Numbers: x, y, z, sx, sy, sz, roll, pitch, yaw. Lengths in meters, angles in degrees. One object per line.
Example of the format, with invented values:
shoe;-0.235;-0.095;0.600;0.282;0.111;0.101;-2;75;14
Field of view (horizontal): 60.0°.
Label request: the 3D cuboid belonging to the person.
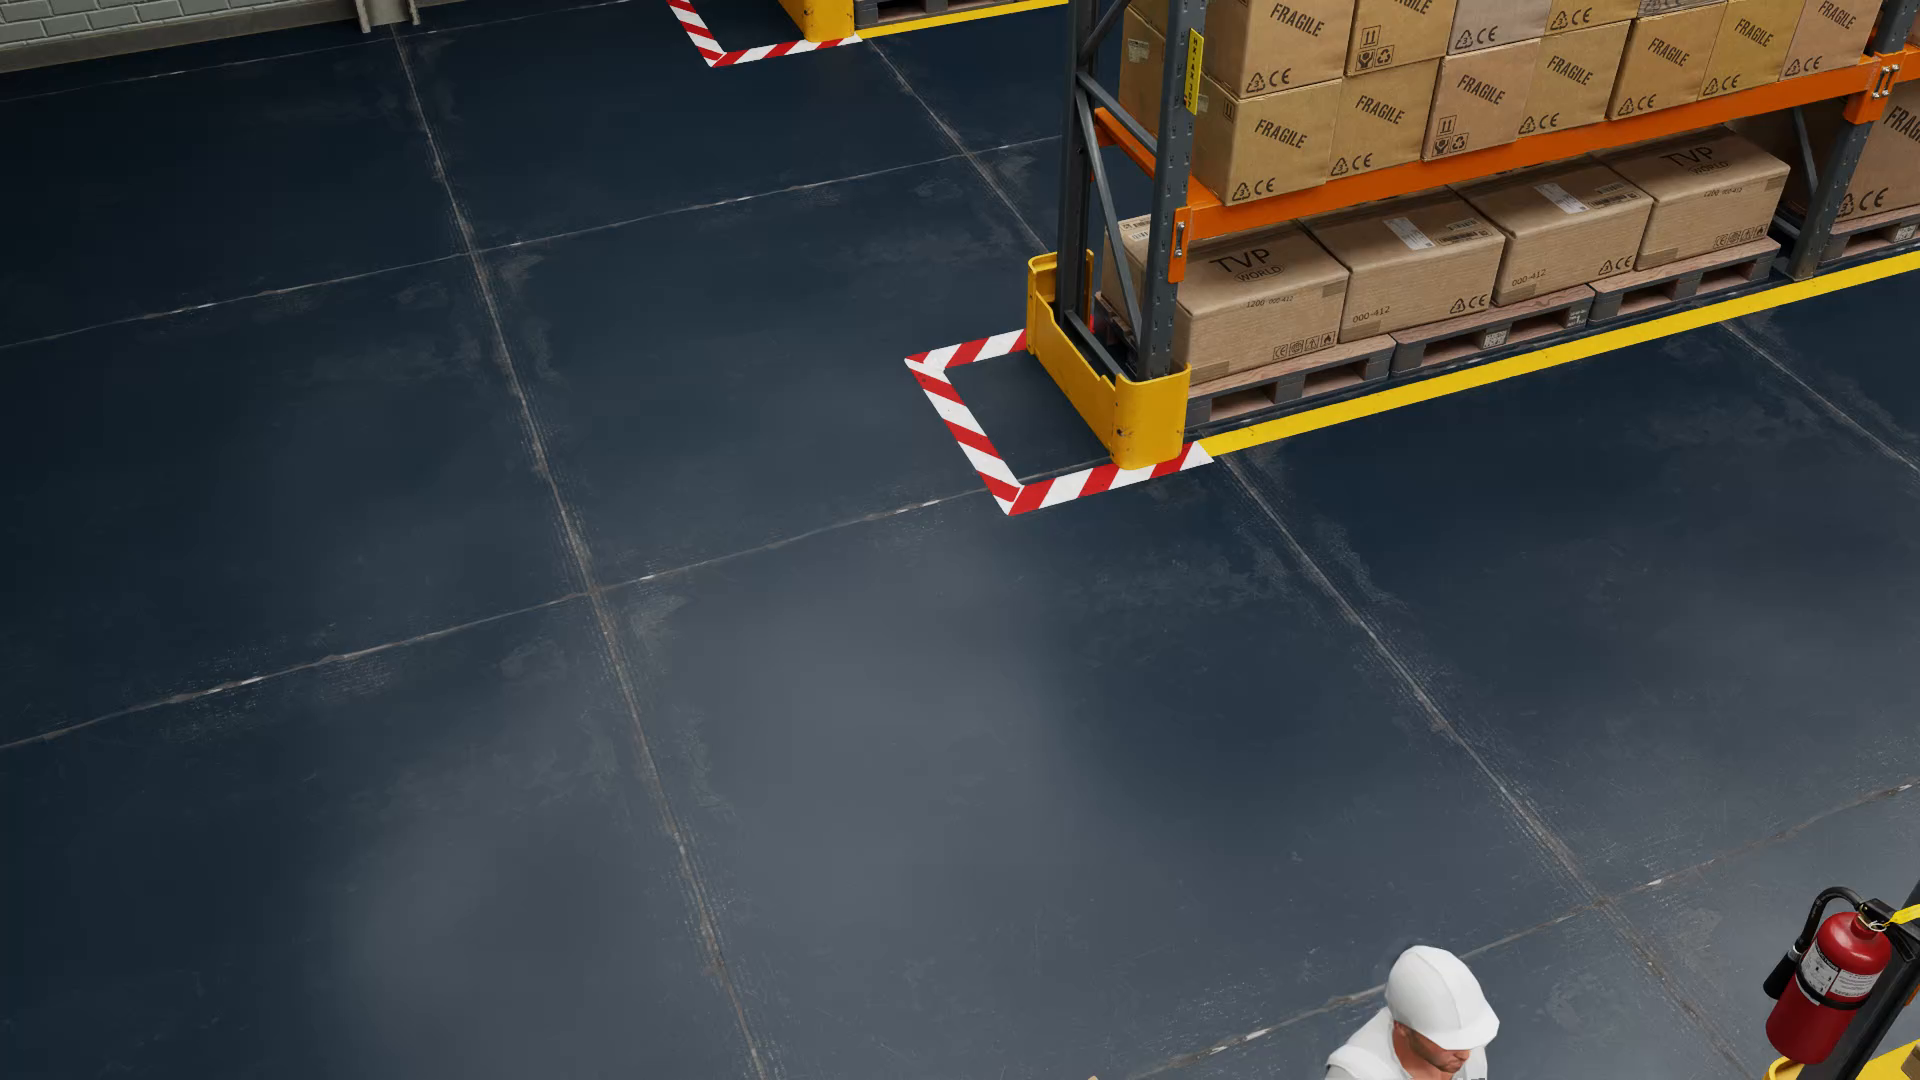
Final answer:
person;1.079;1.595;4.282;0.578;1.779;0.540;-27;48;-28
